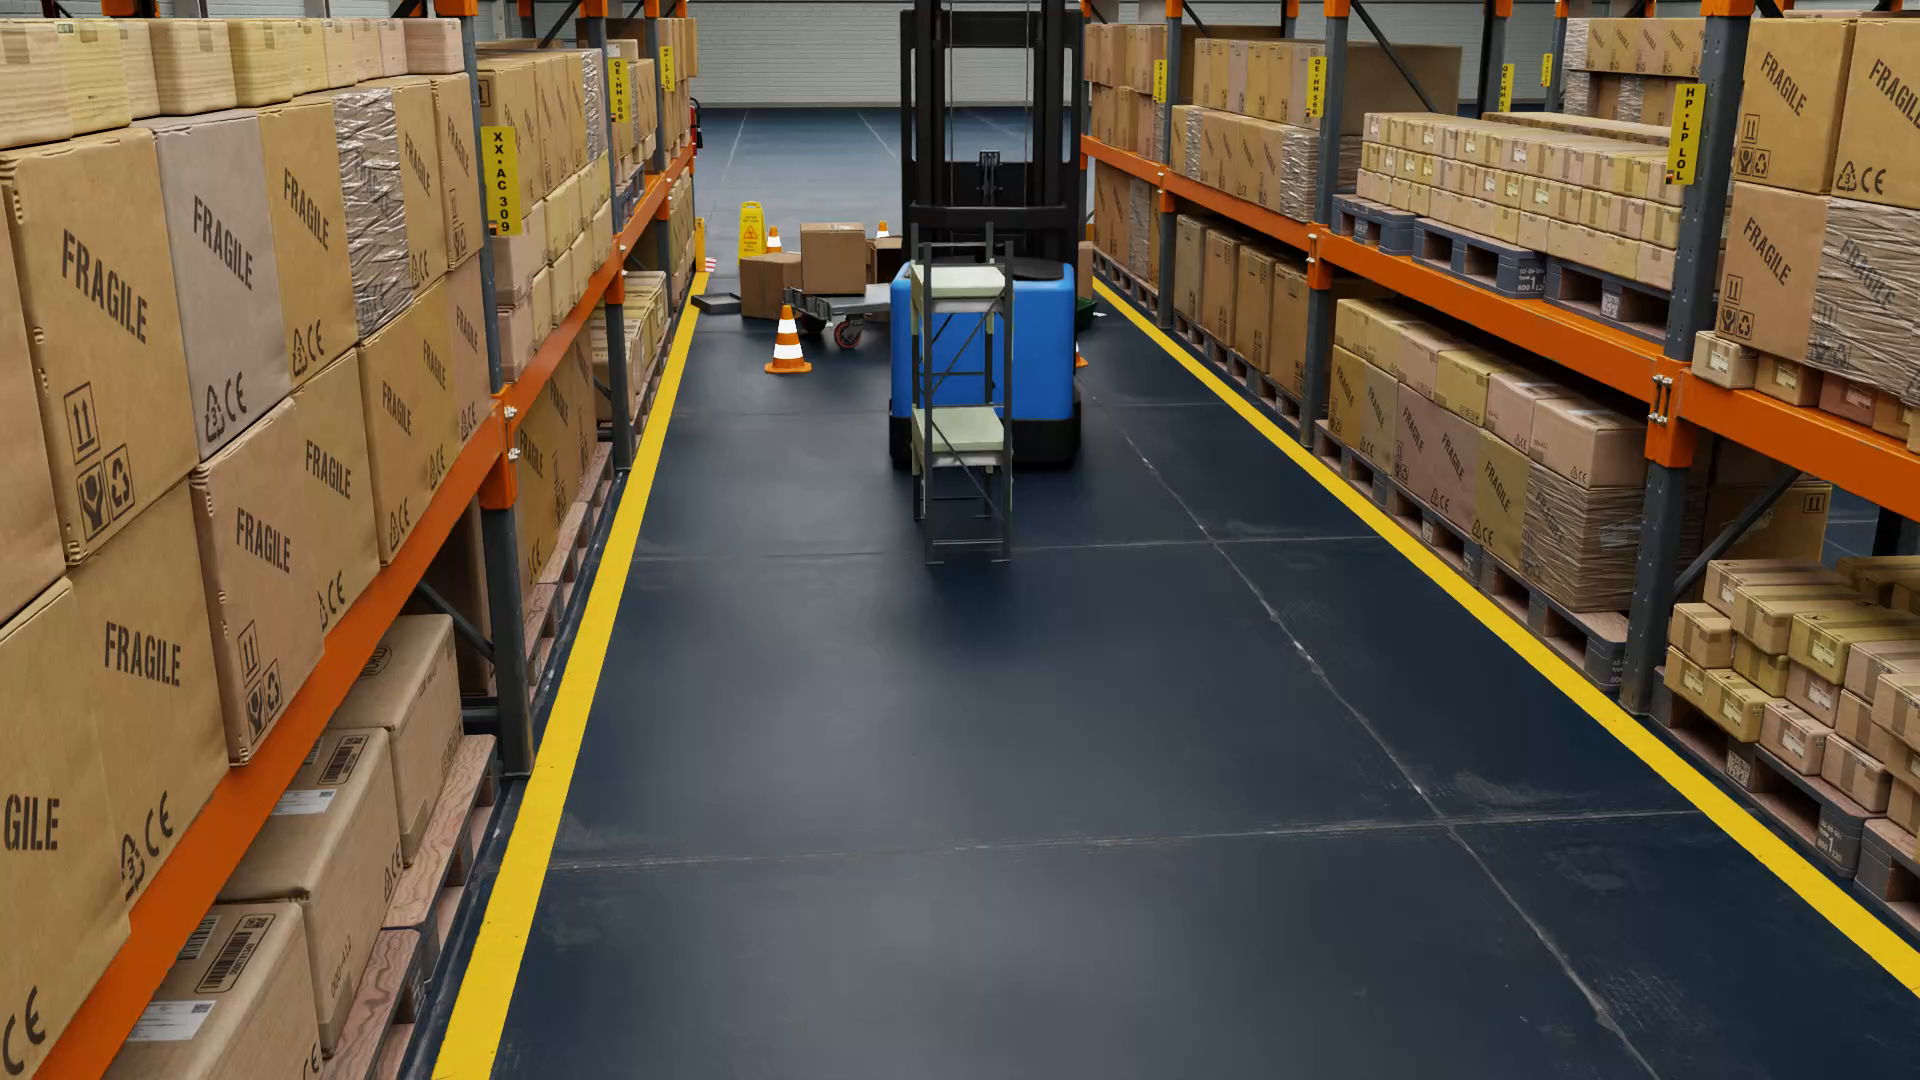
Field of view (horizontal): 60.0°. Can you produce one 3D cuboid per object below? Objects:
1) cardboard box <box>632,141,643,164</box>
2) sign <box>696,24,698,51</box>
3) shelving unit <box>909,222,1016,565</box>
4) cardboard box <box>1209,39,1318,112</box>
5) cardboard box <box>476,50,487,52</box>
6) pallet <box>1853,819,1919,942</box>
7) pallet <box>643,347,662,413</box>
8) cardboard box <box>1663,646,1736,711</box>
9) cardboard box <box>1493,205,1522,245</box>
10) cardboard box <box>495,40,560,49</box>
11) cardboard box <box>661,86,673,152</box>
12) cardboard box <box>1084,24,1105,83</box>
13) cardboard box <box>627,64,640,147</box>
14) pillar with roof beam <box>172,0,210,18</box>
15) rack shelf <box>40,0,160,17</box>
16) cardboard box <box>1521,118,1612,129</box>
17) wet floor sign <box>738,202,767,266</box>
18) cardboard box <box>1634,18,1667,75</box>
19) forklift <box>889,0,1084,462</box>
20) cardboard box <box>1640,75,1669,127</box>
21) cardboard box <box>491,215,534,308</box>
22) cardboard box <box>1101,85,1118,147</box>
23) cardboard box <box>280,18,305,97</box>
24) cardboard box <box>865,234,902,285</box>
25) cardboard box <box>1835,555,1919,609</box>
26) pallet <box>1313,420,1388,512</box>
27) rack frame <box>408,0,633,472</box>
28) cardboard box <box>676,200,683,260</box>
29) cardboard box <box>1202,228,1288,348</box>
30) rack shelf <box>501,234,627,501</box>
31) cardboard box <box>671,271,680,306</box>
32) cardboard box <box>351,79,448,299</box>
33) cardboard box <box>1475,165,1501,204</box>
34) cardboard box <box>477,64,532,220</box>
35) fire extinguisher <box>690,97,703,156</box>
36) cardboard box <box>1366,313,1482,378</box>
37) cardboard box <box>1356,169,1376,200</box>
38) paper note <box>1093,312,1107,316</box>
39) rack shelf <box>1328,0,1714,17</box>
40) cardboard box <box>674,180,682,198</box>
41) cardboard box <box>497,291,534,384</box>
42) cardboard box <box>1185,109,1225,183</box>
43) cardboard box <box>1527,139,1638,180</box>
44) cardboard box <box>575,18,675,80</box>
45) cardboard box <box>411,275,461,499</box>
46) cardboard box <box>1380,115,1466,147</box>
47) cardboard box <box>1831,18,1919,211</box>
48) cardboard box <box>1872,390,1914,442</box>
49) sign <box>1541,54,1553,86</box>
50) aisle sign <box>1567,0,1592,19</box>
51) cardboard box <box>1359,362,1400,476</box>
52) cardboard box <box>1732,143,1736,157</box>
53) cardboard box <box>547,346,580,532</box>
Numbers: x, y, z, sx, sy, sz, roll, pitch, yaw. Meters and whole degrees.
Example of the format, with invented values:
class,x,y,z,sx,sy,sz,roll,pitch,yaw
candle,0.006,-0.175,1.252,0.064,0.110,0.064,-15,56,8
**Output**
class,x,y,z,sx,sy,sz,roll,pitch,yaw
cardboard box,-2.360,-2.643,11.307,0.380,0.149,0.250,-2,18,-6
sign,-2.637,-4.918,16.374,0.100,0.325,0.005,-2,18,-6
shelving unit,-0.001,-0.718,7.959,0.431,1.500,0.755,-2,18,-6
cardboard box,2.247,-3.419,12.223,0.700,0.500,0.500,-2,18,-7
cardboard box,-2.497,-2.043,7.841,0.500,0.500,0.500,-2,18,-5
pallet,3.193,1.082,4.378,1.003,0.211,1.213,-2,18,-6
pallet,-2.568,-1.085,11.282,1.003,0.211,1.213,-2,18,-6
cardboard box,2.678,0.467,5.741,0.380,0.149,0.250,-3,18,-8
cardboard box,2.585,-1.392,7.322,0.380,0.149,0.250,-1,17,-3
cardboard box,-2.867,-3.240,11.042,0.380,0.149,0.250,-1,17,-3
cardboard box,-2.546,-3.341,13.149,0.500,0.500,0.500,-2,18,-6
cardboard box,1.722,-4.862,16.602,0.875,0.550,0.550,-2,18,-6
cardboard box,-2.348,-2.814,10.767,0.500,0.500,0.500,-2,18,-8
pillar with roof beam,-5.289,-8.597,20.537,9.100,9.000,0.400,-2,18,-6
rack shelf,-7.921,-4.541,13.828,1.077,0.370,4.000,-2,18,-6
cardboard box,3.105,-2.083,8.529,0.380,0.149,0.250,-1,17,-4
wet floor sign,-2.146,-3.170,17.197,0.267,0.644,0.232,4,18,13
cardboard box,6.607,-4.557,15.353,0.500,0.500,0.500,-2,18,-6
forklift,0.202,-2.229,10.382,1.130,2.935,3.031,1,17,3
cardboard box,6.915,-4.090,15.533,0.875,0.500,0.500,-2,18,-6
cardboard box,-1.718,-0.935,5.564,0.500,0.250,0.500,-2,18,-7
cardboard box,1.817,-4.015,15.708,0.875,0.550,0.550,-2,18,-6
cardboard box,-1.496,-0.925,3.197,0.380,0.149,0.250,-2,18,-6
cardboard box,-0.492,-2.568,15.515,0.637,0.503,0.797,16,24,42
cardboard box,3.256,0.162,5.717,0.380,0.149,0.250,-1,17,-4
pallet,2.627,-0.440,9.226,1.003,0.211,1.213,-2,18,-6
rack frame,-2.366,-1.820,8.967,1.000,3.000,0.127,-2,18,-6
cardboard box,-2.638,-2.602,14.093,0.500,0.500,0.500,-1,17,-3
cardboard box,2.384,-1.852,12.124,1.050,0.750,0.750,-2,18,-6
rack shelf,-2.159,-0.881,7.177,1.077,0.370,4.000,-2,18,-6
cardboard box,-2.571,-2.085,13.699,0.500,0.250,0.500,-3,18,-8
cardboard box,-1.586,-0.870,4.104,0.500,0.500,0.500,-2,18,-6
cardboard box,2.564,-1.612,7.524,0.380,0.149,0.250,-1,17,-4
cardboard box,-1.713,-1.293,5.452,0.500,0.500,0.500,-2,17,-5
fire extinguisher,-2.744,-4.215,16.725,0.296,0.674,0.183,-2,18,-6
cardboard box,2.430,-1.005,8.590,0.500,0.250,0.500,-2,18,-6
cardboard box,2.393,-1.944,9.080,0.380,0.149,0.250,-2,18,-6
paper note,1.165,-1.951,14.340,0.142,0.020,0.147,16,24,42
rack shelf,2.754,-2.495,7.311,1.077,0.370,4.000,-2,18,-6
cardboard box,-2.609,-3.024,14.356,0.380,0.149,0.250,-1,17,-2
cardboard box,-1.736,-0.696,5.637,0.500,0.250,0.500,-2,18,-7
cardboard box,1.974,-2.927,12.327,0.500,0.500,0.500,-2,18,-5
cardboard box,2.622,-1.598,6.985,0.380,0.149,0.250,-2,18,-7
cardboard box,-2.608,-3.816,12.993,0.700,0.500,0.500,-2,18,-6
cardboard box,-1.593,-0.393,4.253,0.500,0.500,0.500,-2,18,-7
cardboard box,2.433,-2.144,8.723,0.380,0.149,0.250,-2,18,-7
cardboard box,2.833,-1.182,4.602,0.500,0.500,0.500,-2,18,-7
cardboard box,2.866,-0.364,4.747,0.380,0.149,0.250,-3,18,-8
sign,6.127,-4.906,17.351,0.100,0.325,0.005,-2,18,-6
aisle sign,6.361,-5.759,17.174,0.394,0.787,0.004,-2,18,-6
cardboard box,2.422,-0.643,8.689,0.500,0.500,0.500,-2,17,-5
cardboard box,3.295,-1.541,6.804,0.380,0.149,0.250,-2,18,-6
cardboard box,-2.289,-0.533,7.712,0.875,0.875,0.875,-2,17,-5
